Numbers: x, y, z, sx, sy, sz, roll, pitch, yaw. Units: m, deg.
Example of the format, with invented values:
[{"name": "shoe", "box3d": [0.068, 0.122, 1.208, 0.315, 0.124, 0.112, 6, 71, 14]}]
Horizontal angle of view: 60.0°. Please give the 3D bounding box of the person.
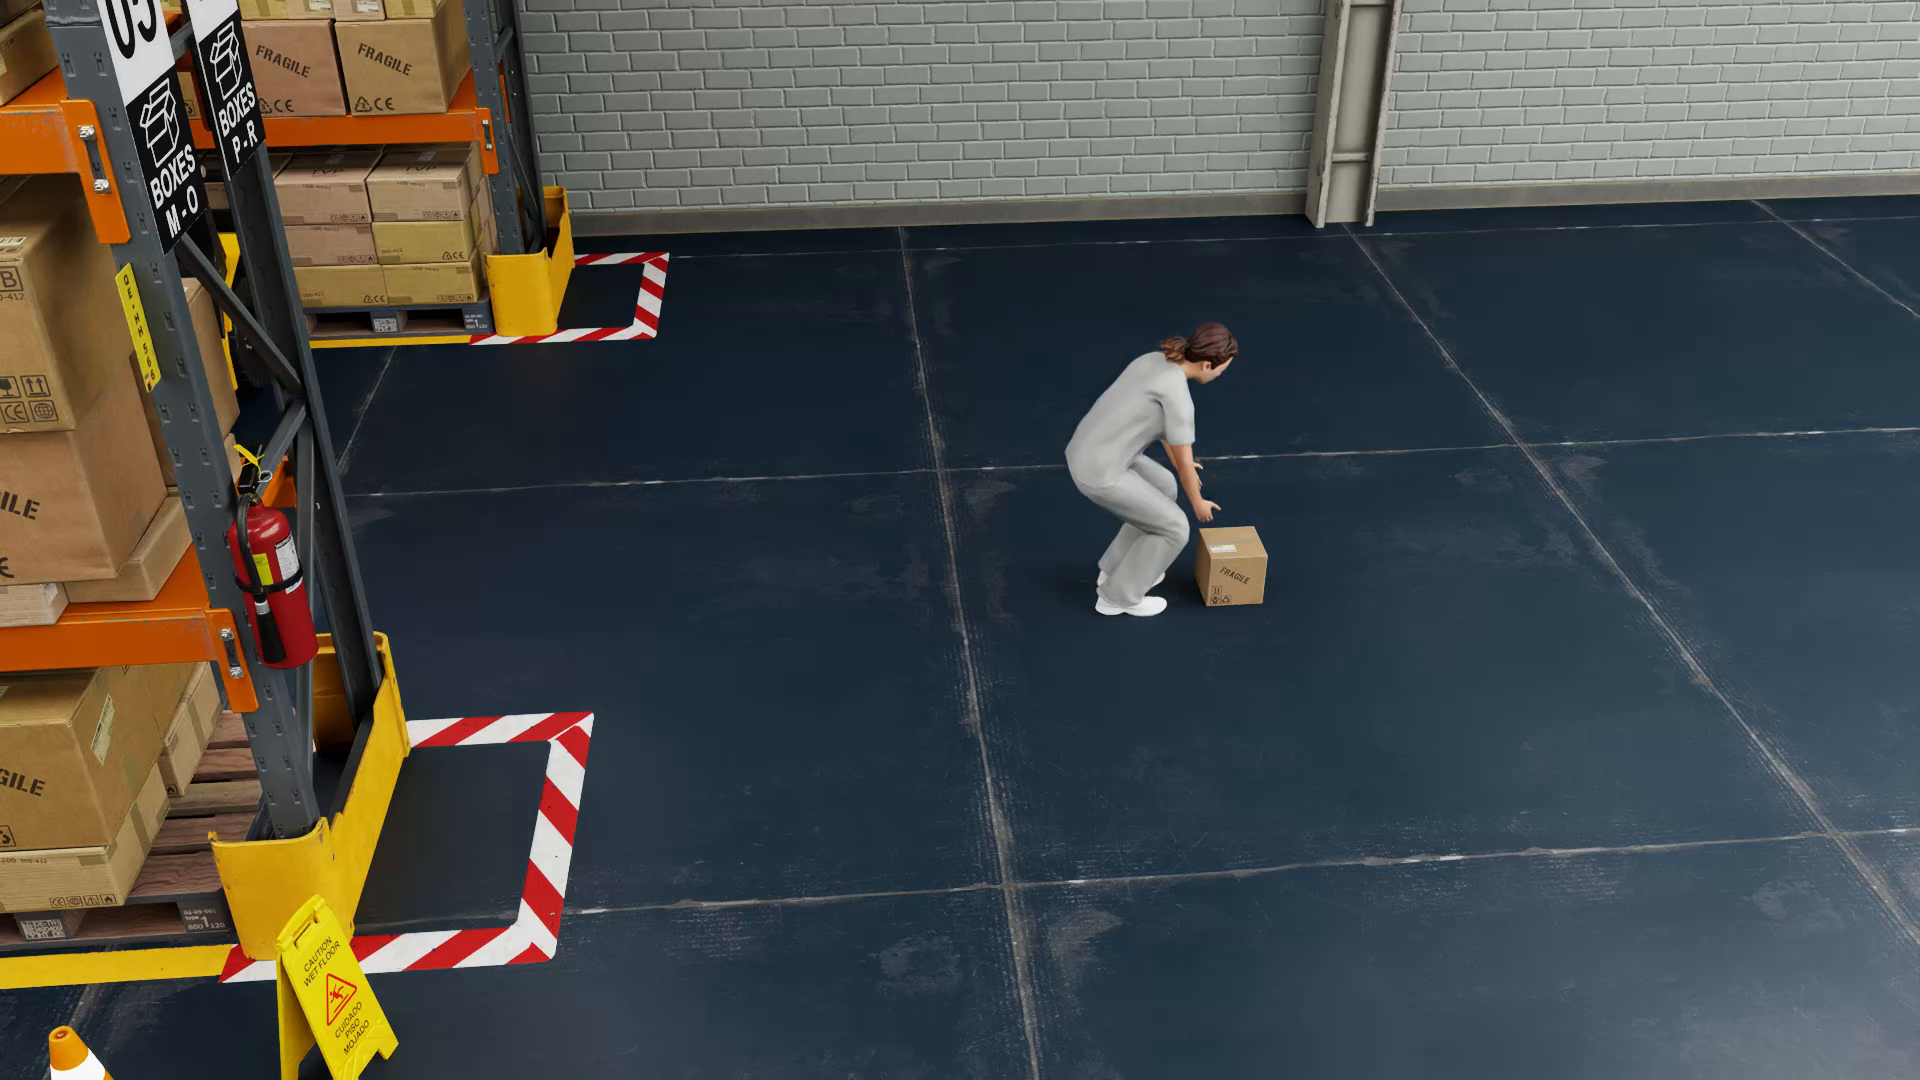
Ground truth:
[{"name": "person", "box3d": [0.790, -0.313, 7.047, 0.697, 1.269, 0.493, -3, 31, -4]}]
